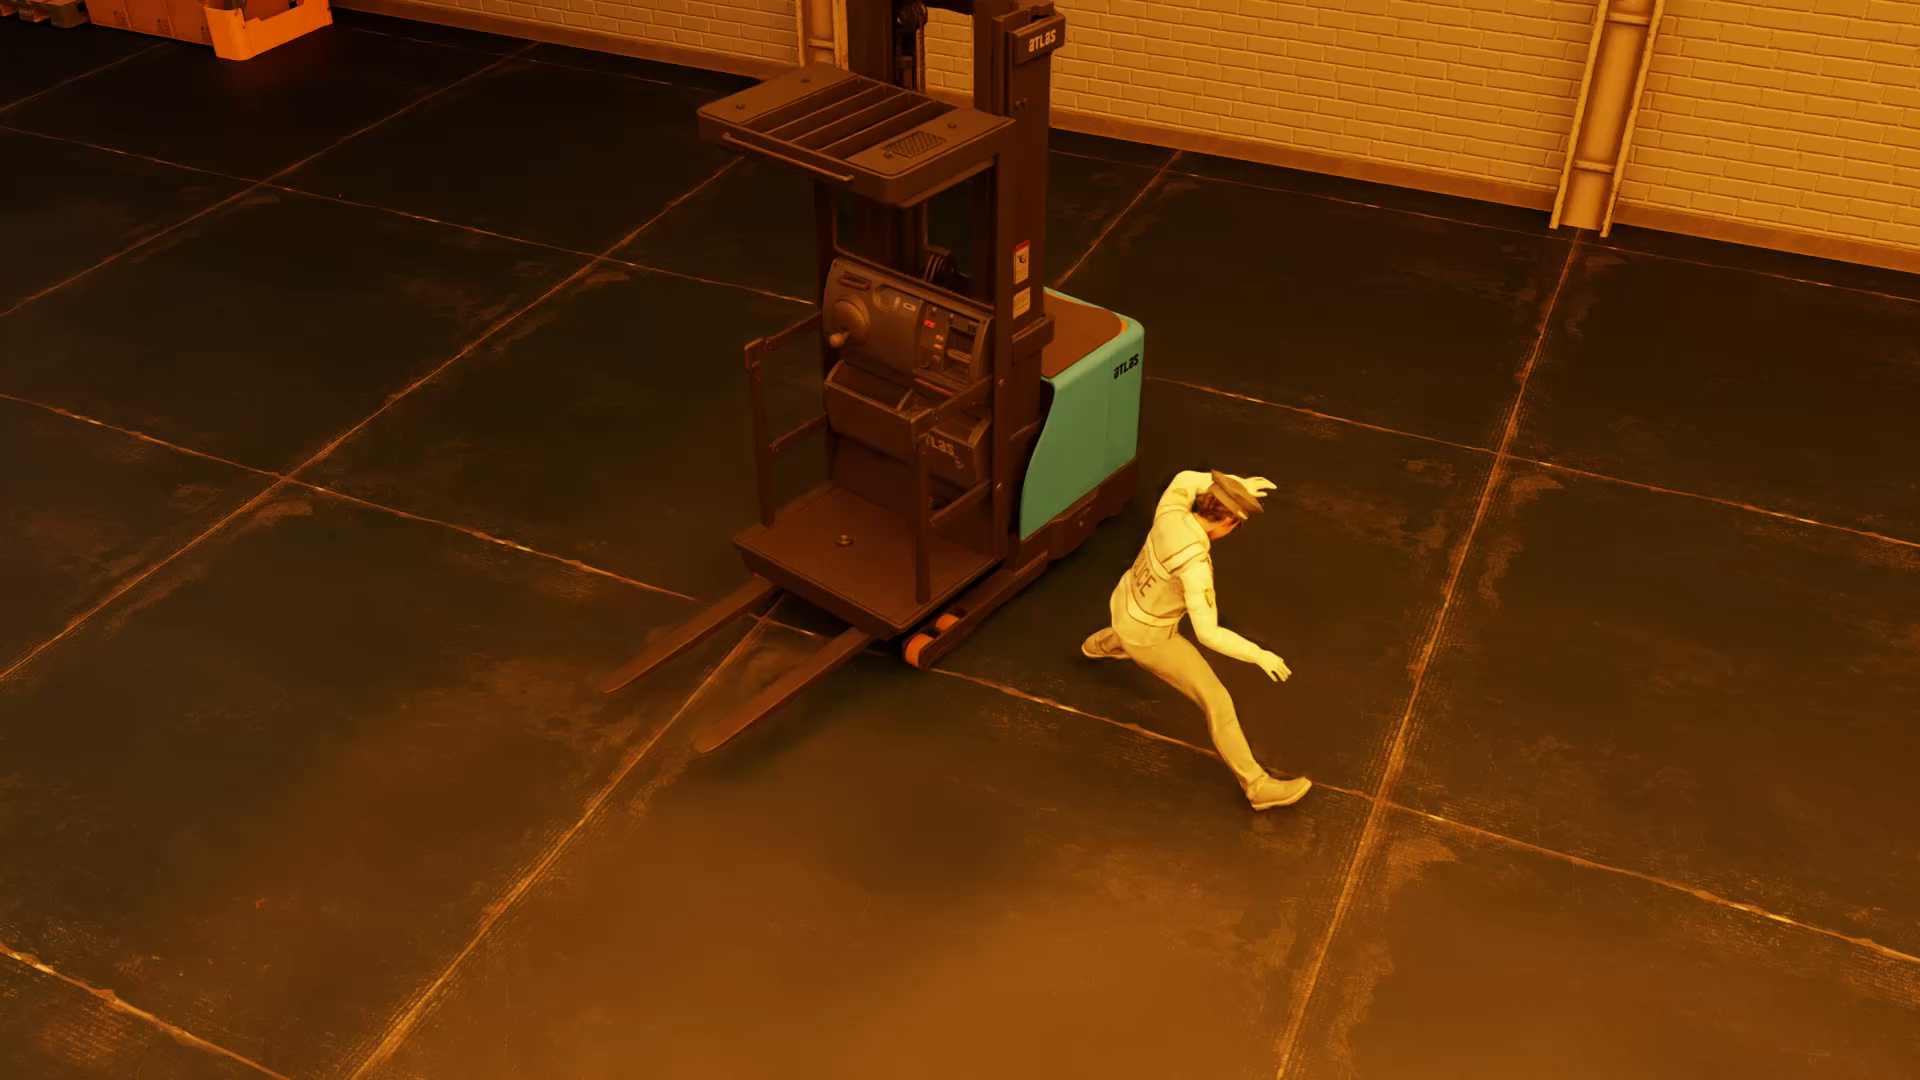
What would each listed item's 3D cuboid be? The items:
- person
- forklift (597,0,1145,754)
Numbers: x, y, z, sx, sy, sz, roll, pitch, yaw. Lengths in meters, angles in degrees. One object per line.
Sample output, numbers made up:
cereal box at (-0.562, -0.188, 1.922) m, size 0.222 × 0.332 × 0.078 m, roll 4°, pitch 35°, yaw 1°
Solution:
person at (1.017, 0.292, 7.044) m, size 0.922 × 1.358 × 1.187 m, roll 1°, pitch 36°, yaw 2°
forklift at (-0.384, -0.918, 7.373) m, size 1.130 × 2.935 × 3.031 m, roll 25°, pitch 43°, yaw 31°
